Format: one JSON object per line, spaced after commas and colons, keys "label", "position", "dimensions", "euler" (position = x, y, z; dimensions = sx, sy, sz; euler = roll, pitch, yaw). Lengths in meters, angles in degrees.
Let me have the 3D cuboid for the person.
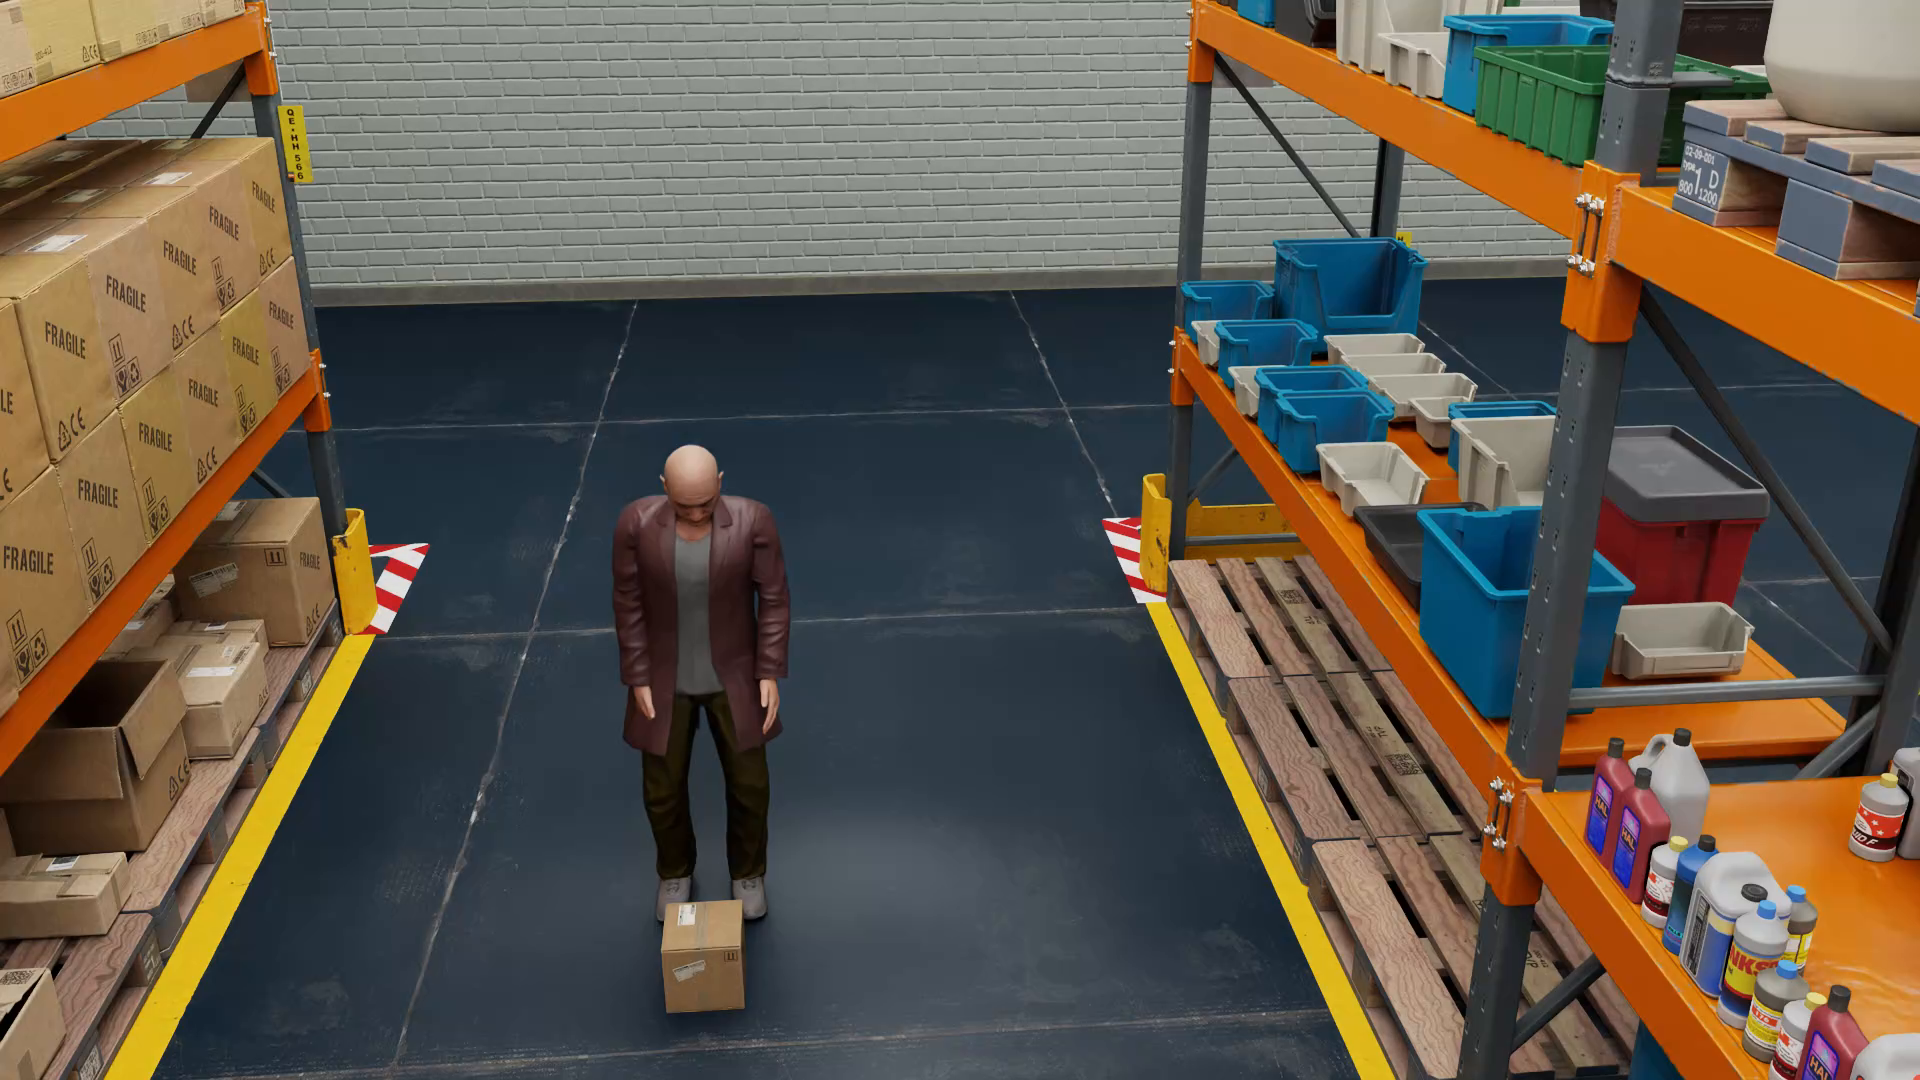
{"label": "person", "position": [-0.852, 0.478, 5.589], "dimensions": [0.587, 1.729, 0.417], "euler": [-2, 23, -4]}
